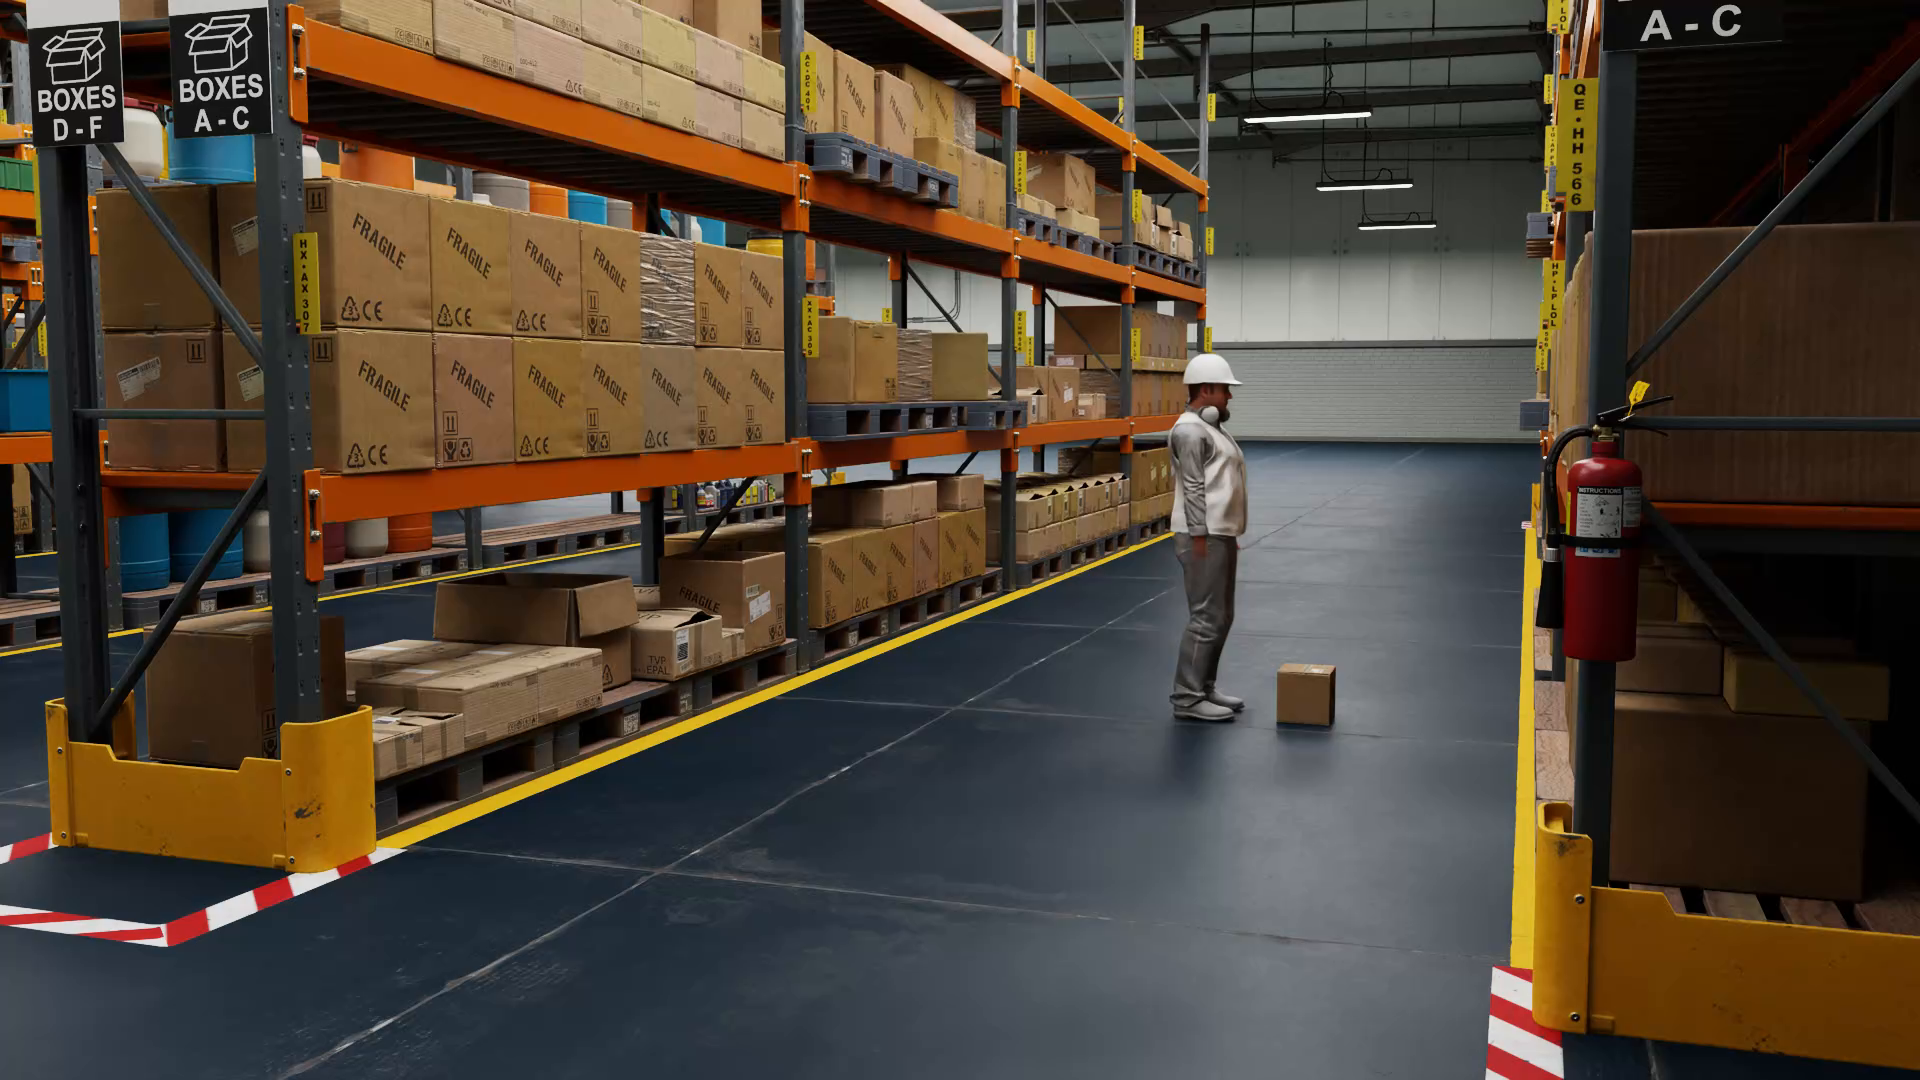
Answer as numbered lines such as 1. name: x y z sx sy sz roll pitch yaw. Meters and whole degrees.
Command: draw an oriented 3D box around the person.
1. person: 1.220 -0.023 8.147 0.359 1.766 0.533 2 5 20
